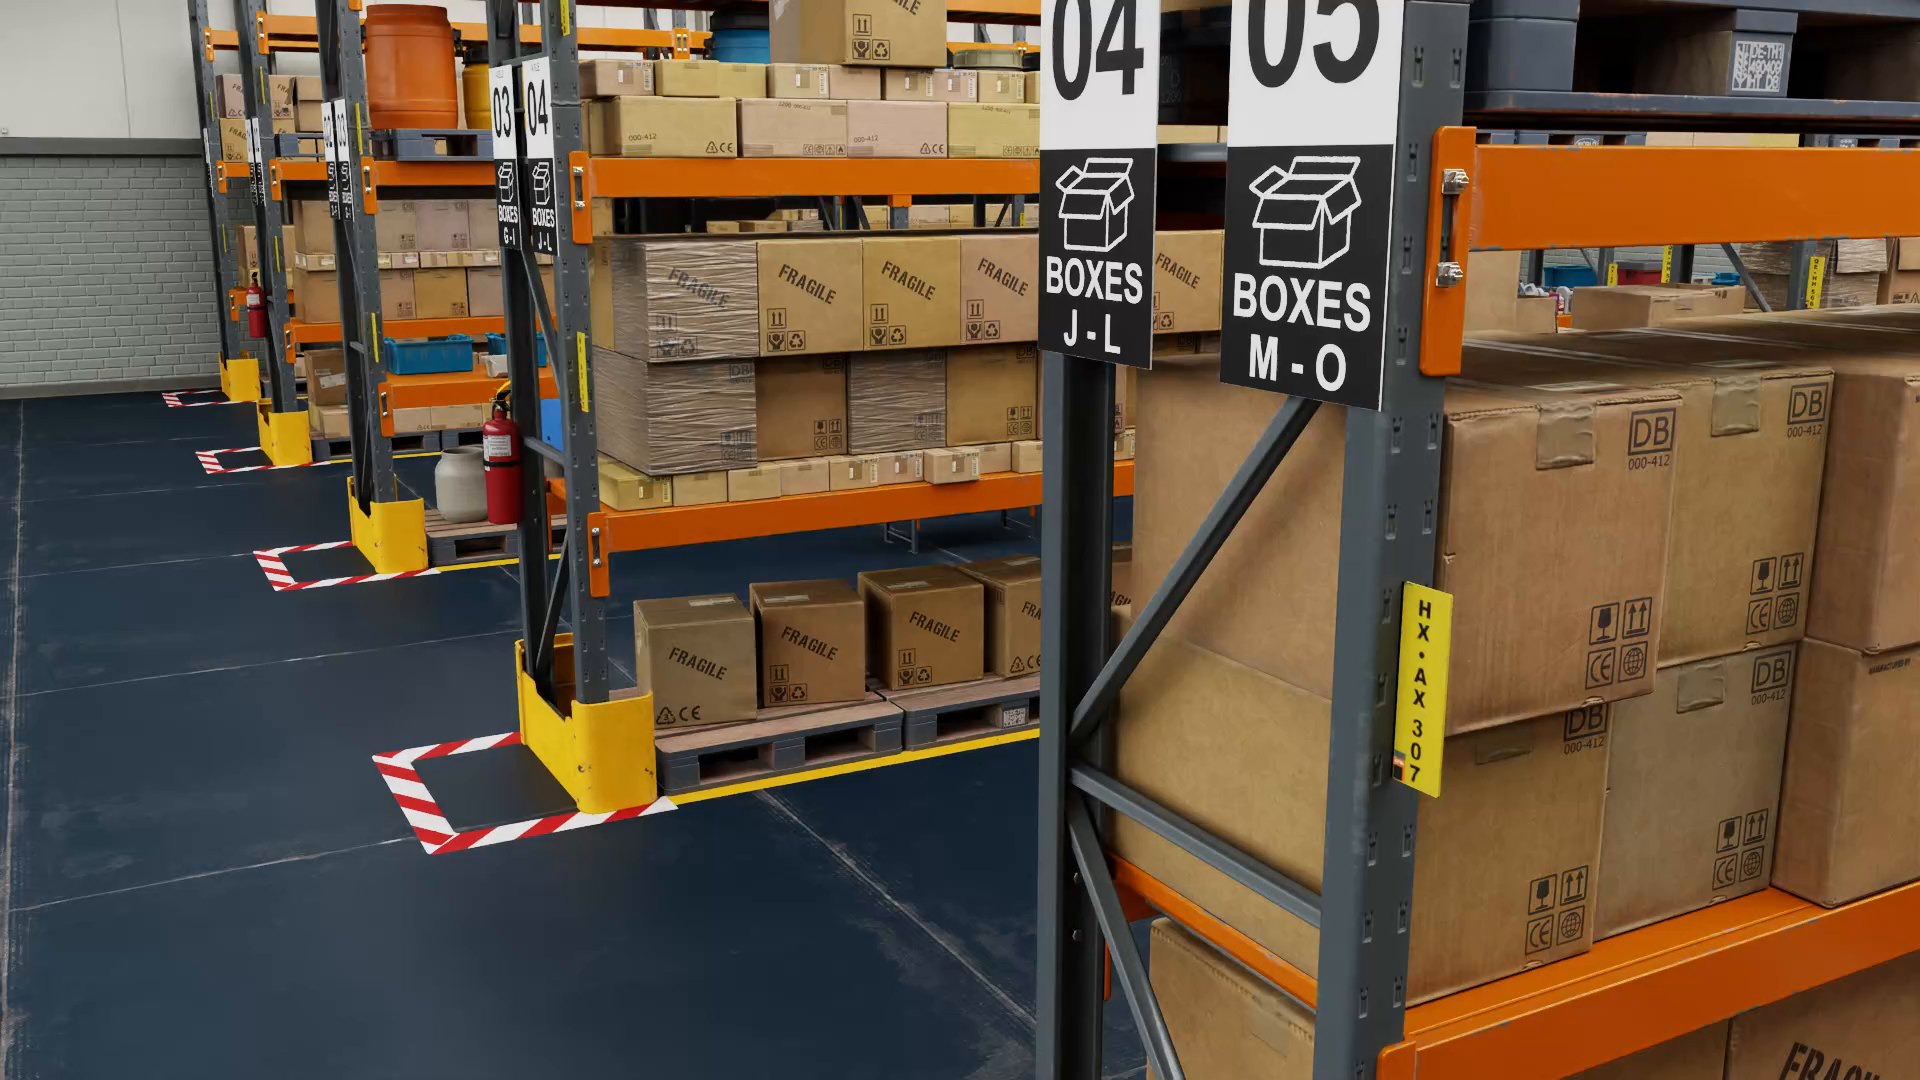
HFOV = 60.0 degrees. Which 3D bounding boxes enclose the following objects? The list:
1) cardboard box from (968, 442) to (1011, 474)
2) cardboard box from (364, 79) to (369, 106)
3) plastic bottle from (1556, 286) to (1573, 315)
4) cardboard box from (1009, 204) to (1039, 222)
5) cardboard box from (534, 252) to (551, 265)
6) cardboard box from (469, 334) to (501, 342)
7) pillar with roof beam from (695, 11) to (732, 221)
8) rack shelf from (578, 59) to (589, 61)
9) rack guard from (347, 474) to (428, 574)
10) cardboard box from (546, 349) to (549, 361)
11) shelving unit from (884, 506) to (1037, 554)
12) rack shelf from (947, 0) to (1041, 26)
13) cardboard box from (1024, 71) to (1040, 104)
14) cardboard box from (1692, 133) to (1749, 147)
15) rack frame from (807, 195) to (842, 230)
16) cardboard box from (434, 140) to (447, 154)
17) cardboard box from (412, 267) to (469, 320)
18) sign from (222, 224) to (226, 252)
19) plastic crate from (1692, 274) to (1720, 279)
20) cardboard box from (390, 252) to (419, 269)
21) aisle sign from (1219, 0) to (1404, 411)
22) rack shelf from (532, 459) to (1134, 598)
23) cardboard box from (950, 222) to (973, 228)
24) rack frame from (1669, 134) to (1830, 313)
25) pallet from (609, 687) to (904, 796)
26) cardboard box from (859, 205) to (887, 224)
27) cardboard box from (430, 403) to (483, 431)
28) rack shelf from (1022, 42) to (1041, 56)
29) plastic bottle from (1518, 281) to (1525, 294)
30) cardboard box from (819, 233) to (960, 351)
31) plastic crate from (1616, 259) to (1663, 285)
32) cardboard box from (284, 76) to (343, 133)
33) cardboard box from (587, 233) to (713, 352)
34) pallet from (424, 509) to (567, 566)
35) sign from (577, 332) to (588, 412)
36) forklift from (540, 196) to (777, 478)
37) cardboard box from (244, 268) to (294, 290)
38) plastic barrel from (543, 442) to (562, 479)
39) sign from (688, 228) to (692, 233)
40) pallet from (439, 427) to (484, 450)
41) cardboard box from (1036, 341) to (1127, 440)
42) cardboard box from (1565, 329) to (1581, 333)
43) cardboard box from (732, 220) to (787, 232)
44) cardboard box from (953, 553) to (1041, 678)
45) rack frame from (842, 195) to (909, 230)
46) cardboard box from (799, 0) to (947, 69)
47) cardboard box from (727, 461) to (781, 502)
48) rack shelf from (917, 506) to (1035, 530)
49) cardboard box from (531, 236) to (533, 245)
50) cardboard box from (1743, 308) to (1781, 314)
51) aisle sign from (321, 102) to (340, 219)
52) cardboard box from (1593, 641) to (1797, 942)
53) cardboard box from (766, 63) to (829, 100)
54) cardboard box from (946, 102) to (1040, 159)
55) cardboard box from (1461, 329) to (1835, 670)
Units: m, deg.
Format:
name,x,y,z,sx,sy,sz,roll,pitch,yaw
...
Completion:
name,x,y,z,sx,sy,sz,roll,pitch,yaw
cardboard box,0.055,-0.433,8.272,0.250,0.149,0.380,-7,14,-28
cardboard box,-7.334,-5.508,20.870,0.500,0.500,0.500,-7,14,-28
plastic bottle,6.140,-2.433,16.871,0.135,0.276,0.152,-7,14,-28
cardboard box,0.843,-4.926,25.005,0.500,0.250,0.500,-6,14,-27
cardboard box,-4.312,-2.873,16.837,0.250,0.149,0.380,-6,14,-26
cardboard box,-6.330,-2.543,21.769,0.500,0.500,0.500,-8,15,-32
pillar with roof beam,-1.420,-6.213,19.720,0.400,9.000,9.100,-7,14,-28
rack shelf,-3.682,-6.256,22.461,4.000,0.370,1.077,-7,14,-28
rack guard,-4.158,-0.132,12.059,0.348,0.500,1.175,-7,14,-28
cardboard box,-4.245,-1.745,17.131,0.500,0.500,0.500,-7,14,-28
shelving unit,0.006,-0.549,12.489,1.048,1.125,0.538,-7,14,-28
rack shelf,1.065,-4.347,13.977,4.000,0.370,1.077,-7,14,-28
cardboard box,0.381,-2.156,7.960,0.250,0.149,0.380,-6,14,-25
cardboard box,4.464,-2.460,10.218,0.500,0.250,0.500,-7,14,-28
rack frame,-1.927,-4.086,23.932,0.127,3.000,1.000,-7,14,-28
cardboard box,-6.681,-4.970,20.755,0.500,0.500,0.500,-7,15,-30
cardboard box,-5.259,-2.493,16.625,0.500,0.500,0.700,-7,14,-27
sign,-8.689,-3.562,19.632,0.005,0.325,0.100,-7,14,-28
plastic crate,8.312,-2.865,18.751,0.300,0.233,0.416,-7,14,-28
cardboard box,-5.452,-2.735,16.226,0.250,0.149,0.380,-7,14,-29
aisle sign,0.541,-0.617,2.597,0.004,0.787,0.394,-7,14,-28
rack shelf,-0.073,-0.240,8.481,4.000,0.370,1.077,-7,14,-28
cardboard box,-0.024,-4.453,24.612,0.500,0.500,0.500,-6,14,-26
rack frame,5.193,-1.222,11.207,0.127,3.000,1.000,-7,14,-28
pallet,-1.032,0.893,8.158,1.213,0.211,1.003,-7,14,-28
cardboard box,-1.380,-4.656,23.808,0.500,0.250,0.500,-6,14,-27
cardboard box,-5.118,-1.273,16.738,0.500,0.250,0.500,-7,14,-28
rack shelf,2.205,-5.723,20.091,4.000,0.370,1.077,-7,14,-28
plastic bottle,5.519,-2.394,16.527,0.185,0.351,0.144,-7,14,-28
cardboard box,-0.335,-1.171,7.800,0.500,0.500,0.500,-7,14,-28
plastic crate,7.235,-2.703,17.507,0.583,0.464,0.402,-7,14,-28
cardboard box,-6.066,-4.136,15.815,0.637,0.503,0.797,-6,14,-24
cardboard box,-1.464,-1.167,7.782,0.500,0.500,0.500,-7,14,-28
pallet,-3.442,-0.076,12.466,1.213,0.211,1.003,-7,14,-28
sign,-1.569,-0.698,6.908,0.005,0.325,0.100,-7,14,-28
forklift,-2.234,-1.989,14.770,3.031,2.935,1.130,-7,15,-29
cardboard box,-8.368,-3.171,20.163,0.500,0.250,0.500,-7,15,-29
plastic barrel,-3.221,-0.463,12.543,0.421,0.512,0.421,0,13,0
sign,-2.794,-3.065,17.243,0.005,0.325,0.100,-7,14,-28
pallet,-4.851,-1.145,17.218,1.213,0.211,1.003,-7,14,-28
cardboard box,0.411,-0.842,8.612,0.500,0.500,0.875,-7,14,-28
cardboard box,3.859,-1.134,10.165,0.258,0.266,0.396,-7,15,-29
cardboard box,-2.812,-4.234,23.360,0.500,0.500,0.700,-8,15,-33
cardboard box,0.306,0.390,8.781,0.500,0.500,0.500,-8,15,-33
rack frame,-0.691,-1.756,13.578,0.127,3.000,1.000,-7,14,-28
cardboard box,-0.396,-2.386,7.502,0.500,0.500,0.500,-7,14,-28
cardboard box,-1.009,-0.288,7.628,0.250,0.149,0.380,-7,14,-28
rack shelf,0.006,-0.311,12.543,1.000,0.278,0.538,-7,14,-28
cardboard box,-4.330,-3.238,16.985,0.500,0.500,0.700,-7,14,-28
cardboard box,5.508,-1.370,11.639,0.500,0.500,0.500,-6,14,-26
aisle sign,-4.407,-2.653,11.644,0.004,0.787,0.394,-7,14,-28
cardboard box,1.235,0.403,3.644,0.550,0.550,0.875,-7,14,-28
cardboard box,-0.766,-2.023,7.369,0.250,0.149,0.380,-6,14,-26
cardboard box,0.059,-1.934,7.880,0.500,0.250,0.500,-6,14,-26
cardboard box,1.242,-0.121,3.514,0.550,0.550,0.875,-7,14,-28
